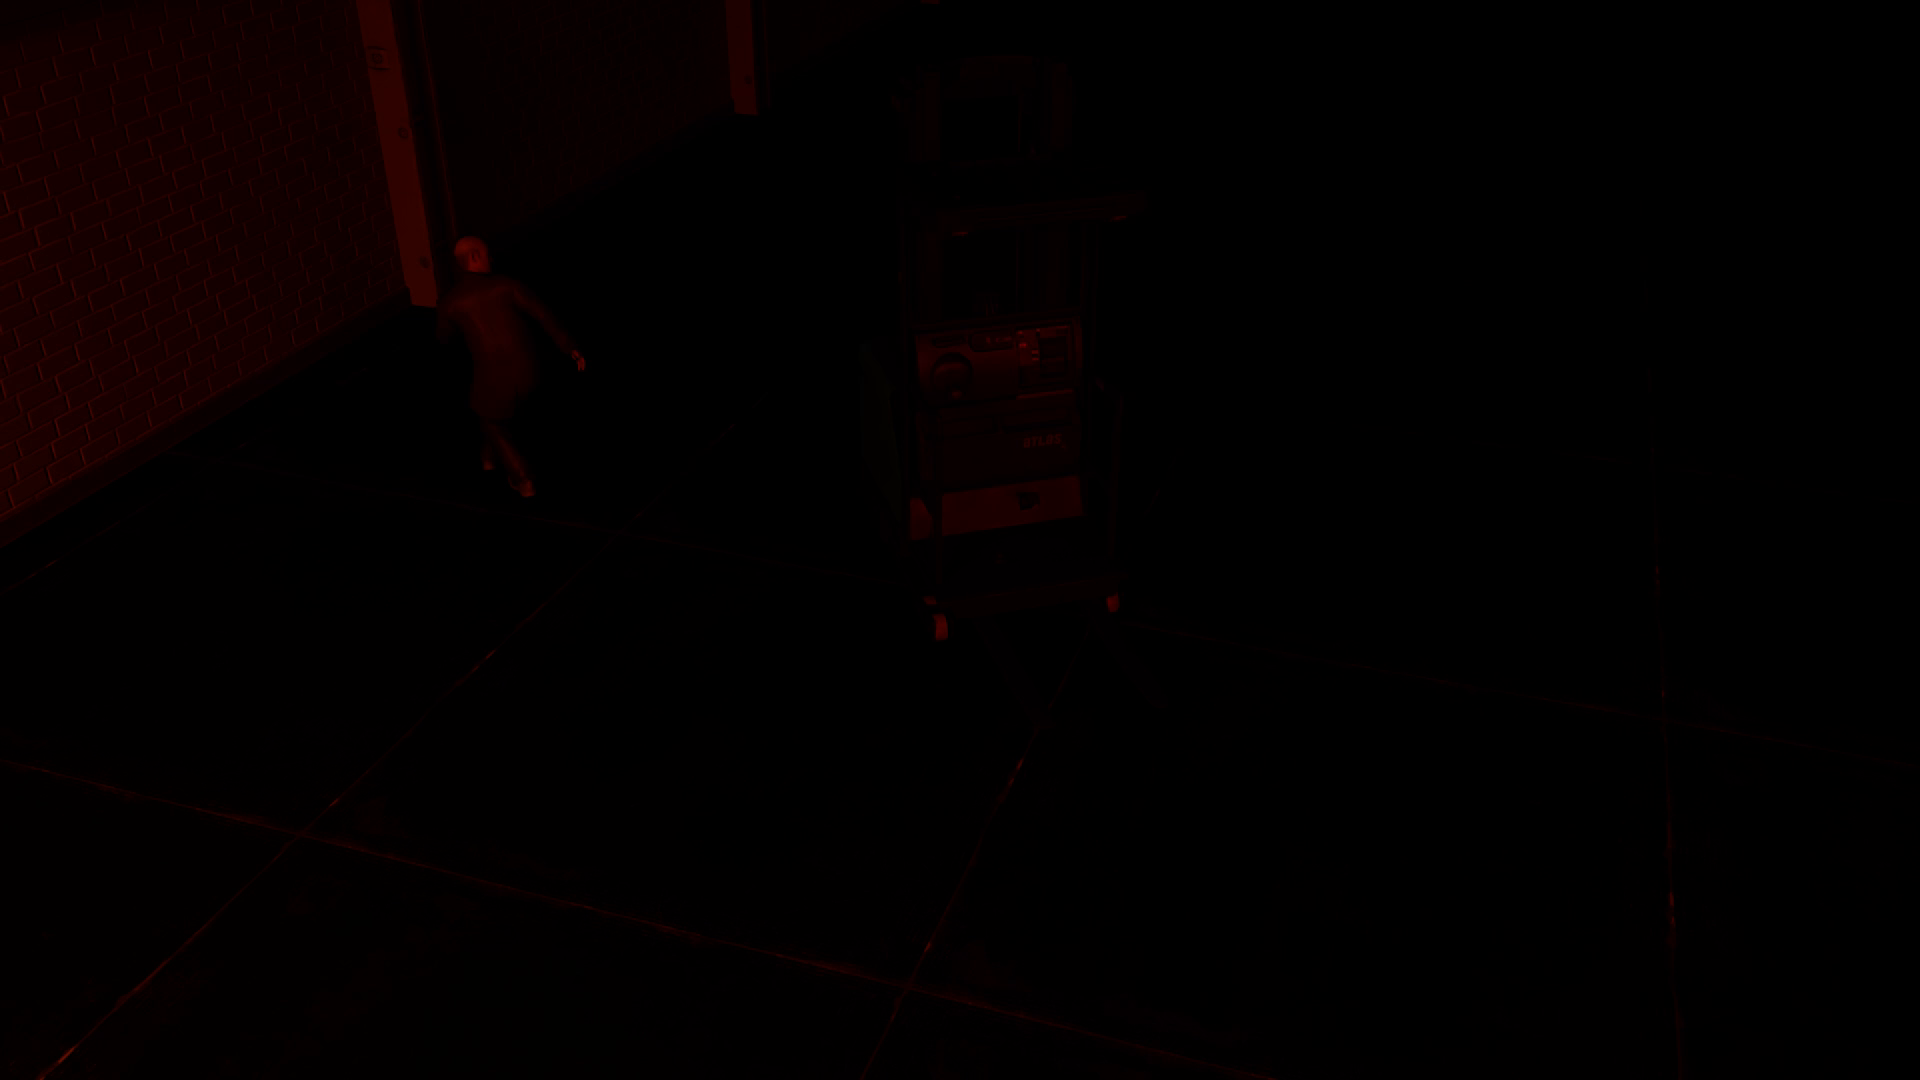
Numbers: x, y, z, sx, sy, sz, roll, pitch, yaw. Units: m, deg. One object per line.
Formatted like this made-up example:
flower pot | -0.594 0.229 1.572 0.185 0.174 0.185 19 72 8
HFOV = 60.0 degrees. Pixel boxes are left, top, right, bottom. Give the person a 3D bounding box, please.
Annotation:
person | -2.831 -1.133 10.462 0.830 1.646 0.867 -12 32 -20

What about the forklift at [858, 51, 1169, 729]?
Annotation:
forklift | 0.278 -0.932 8.771 1.130 2.935 3.031 -8 31 -14
